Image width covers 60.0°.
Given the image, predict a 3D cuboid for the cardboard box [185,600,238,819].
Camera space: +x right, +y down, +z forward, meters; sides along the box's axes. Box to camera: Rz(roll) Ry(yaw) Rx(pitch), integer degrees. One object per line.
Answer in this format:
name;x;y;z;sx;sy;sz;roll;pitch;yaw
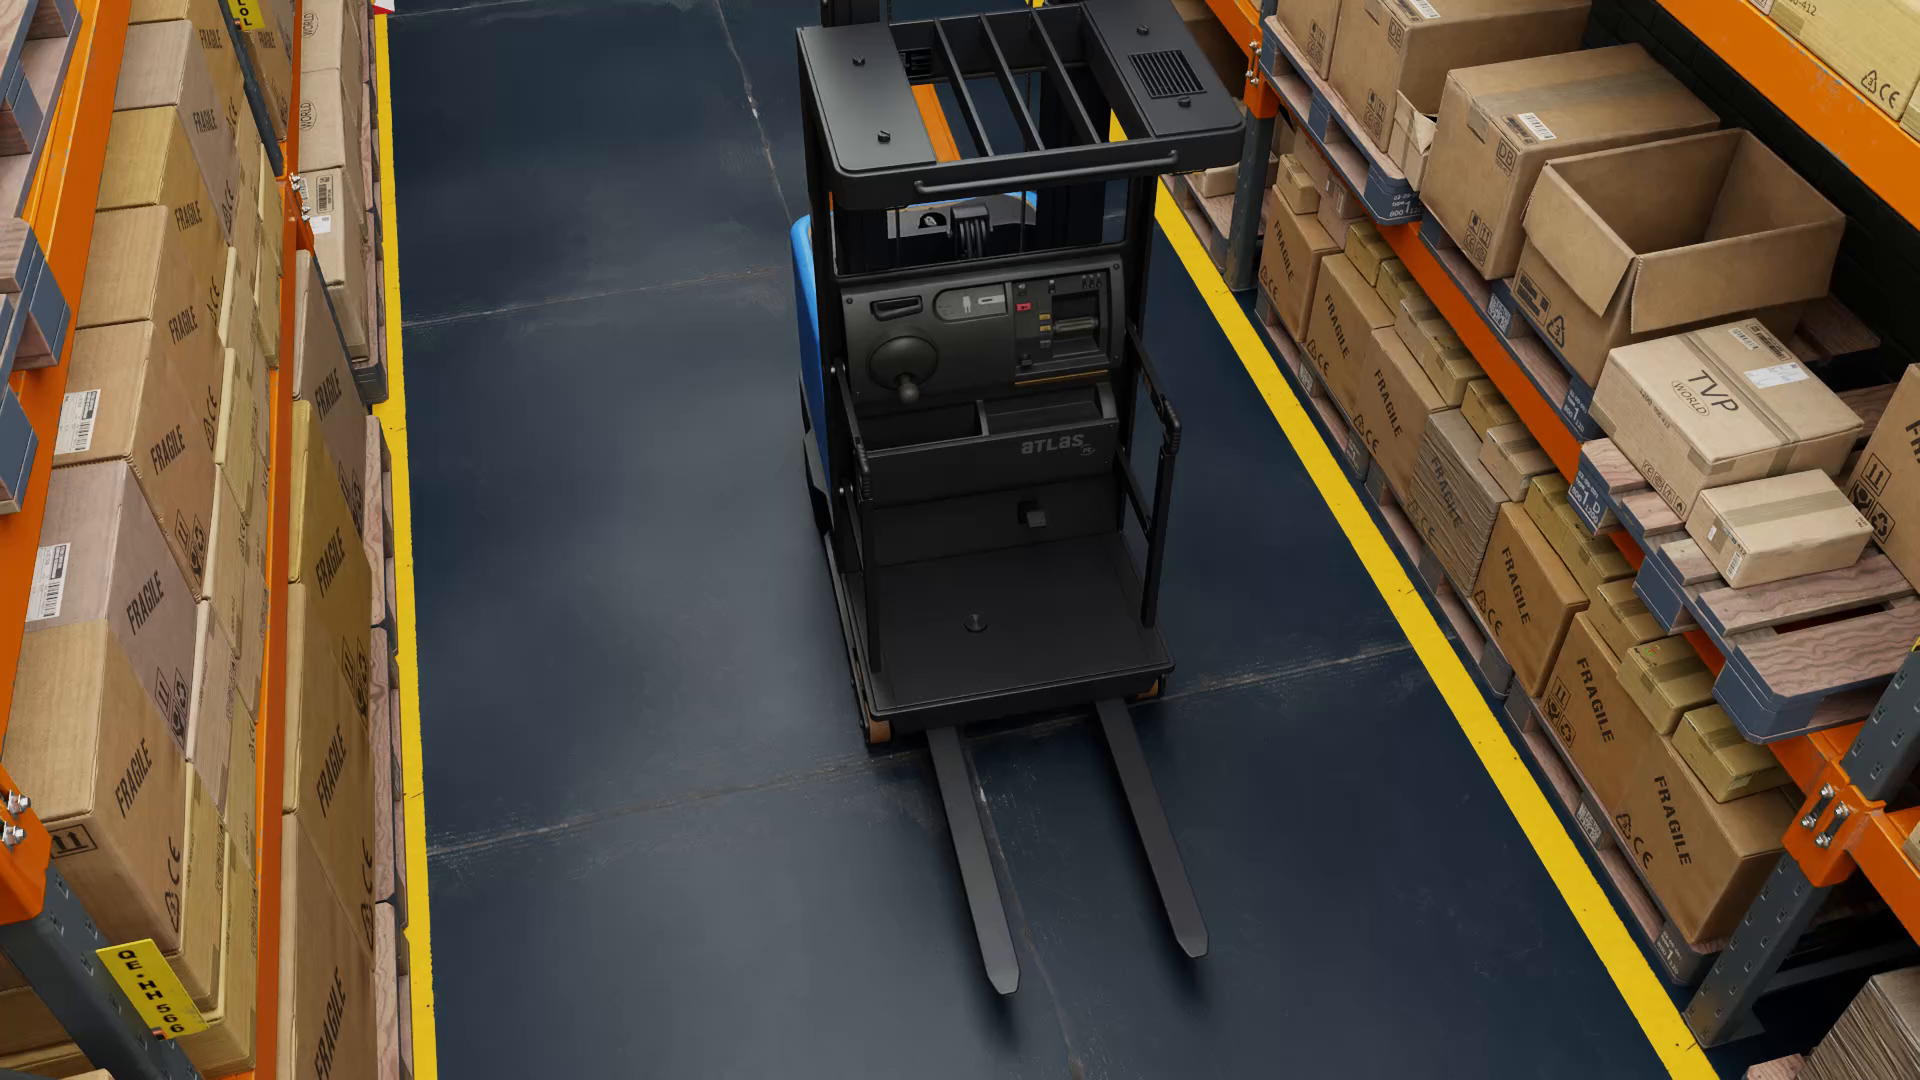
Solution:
cardboard box;-2.037;0.445;3.969;0.500;0.250;0.500;-10;46;-9

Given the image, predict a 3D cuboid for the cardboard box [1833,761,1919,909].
cardboard box;2.946;0.795;5.327;0.500;0.500;0.500;-9;46;-9

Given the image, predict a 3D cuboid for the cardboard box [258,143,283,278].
cardboard box;-2.680;-1.126;5.859;0.500;0.250;0.500;-12;47;-11

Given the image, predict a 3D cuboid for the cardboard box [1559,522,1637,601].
cardboard box;2.263;0.052;5.601;0.380;0.149;0.250;-9;46;-9

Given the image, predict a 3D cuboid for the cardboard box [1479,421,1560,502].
cardboard box;2.099;-0.305;5.951;0.380;0.149;0.250;-13;47;-12

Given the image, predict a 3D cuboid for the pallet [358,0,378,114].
pallet;-3.782;-2.690;9.239;1.003;0.211;1.213;-11;47;-10

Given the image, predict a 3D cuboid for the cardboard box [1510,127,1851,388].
cardboard box;2.186;-0.867;5.133;0.797;0.503;0.637;-12;47;-11

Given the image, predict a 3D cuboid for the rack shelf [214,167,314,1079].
rack shelf;-2.526;0.190;4.967;1.077;0.370;4.000;-11;47;-10

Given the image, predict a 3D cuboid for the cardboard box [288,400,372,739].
cardboard box;-2.564;0.190;5.657;0.875;0.875;0.875;-9;46;-9

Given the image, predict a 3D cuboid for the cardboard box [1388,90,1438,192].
cardboard box;1.744;-1.423;5.845;0.396;0.266;0.258;-9;46;-8

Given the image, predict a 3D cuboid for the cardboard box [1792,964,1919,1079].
cardboard box;2.929;1.526;4.523;0.875;0.625;0.625;-9;46;-9

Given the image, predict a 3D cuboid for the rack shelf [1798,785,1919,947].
rack shelf;3.295;2.042;3.153;1.077;0.370;4.000;-11;47;-10

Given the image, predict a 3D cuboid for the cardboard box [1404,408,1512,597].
cardboard box;2.061;-0.179;6.281;0.500;0.500;0.500;-12;47;-12

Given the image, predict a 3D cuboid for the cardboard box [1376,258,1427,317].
cardboard box;1.899;-1.016;6.648;0.380;0.149;0.250;-11;47;-11

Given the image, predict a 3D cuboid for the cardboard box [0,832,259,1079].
cardboard box;-1.896;0.988;3.787;0.500;0.250;0.500;-11;47;-11

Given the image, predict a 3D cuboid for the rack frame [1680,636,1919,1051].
rack frame;2.783;0.409;4.249;1.000;3.000;0.127;-11;47;-10

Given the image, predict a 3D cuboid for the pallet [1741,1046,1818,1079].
pallet;2.956;1.961;4.681;1.003;0.211;1.213;-11;47;-10

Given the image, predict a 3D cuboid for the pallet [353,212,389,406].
pallet;-3.157;-1.006;7.588;1.003;0.211;1.213;-11;47;-10

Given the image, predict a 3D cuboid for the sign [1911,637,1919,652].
sign;2.261;0.137;3.760;0.100;0.325;0.005;-11;47;-10

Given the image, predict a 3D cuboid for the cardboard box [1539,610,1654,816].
cardboard box;2.349;0.537;5.580;0.500;0.500;0.500;-11;47;-11

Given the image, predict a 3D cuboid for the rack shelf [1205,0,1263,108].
rack shelf;1.247;-3.482;8.566;1.077;0.370;4.000;-11;47;-10

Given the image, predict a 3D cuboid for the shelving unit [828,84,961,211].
shelving unit;-0.283;-1.408;7.343;0.538;1.125;1.048;-9;46;-8

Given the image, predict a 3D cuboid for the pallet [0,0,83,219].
pallet;-2.520;-0.871;3.535;1.003;0.211;1.213;-9;46;-8

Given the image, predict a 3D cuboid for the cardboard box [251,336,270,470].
cardboard box;-2.440;-0.423;5.169;0.500;0.250;0.500;-12;47;-11

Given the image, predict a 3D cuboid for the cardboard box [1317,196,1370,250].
cardboard box;1.739;-1.378;7.003;0.380;0.149;0.250;-12;47;-11

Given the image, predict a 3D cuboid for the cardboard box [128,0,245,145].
cardboard box;-2.681;-1.565;5.413;0.500;0.500;0.500;-9;46;-9

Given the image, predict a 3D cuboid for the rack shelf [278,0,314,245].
rack shelf;-3.550;-2.571;7.674;1.077;0.370;4.000;-11;47;-10

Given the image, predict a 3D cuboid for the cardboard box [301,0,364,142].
cardboard box;-3.554;-2.387;8.489;0.875;0.438;0.875;-10;46;-9

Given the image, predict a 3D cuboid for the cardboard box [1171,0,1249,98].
cardboard box;1.247;-2.633;8.686;0.700;0.500;0.500;-12;47;-12

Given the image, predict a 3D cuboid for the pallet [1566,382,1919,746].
pallet;2.542;0.021;4.764;1.213;0.211;1.003;-11;47;-10

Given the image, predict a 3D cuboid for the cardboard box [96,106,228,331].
cardboard box;-2.431;-0.855;4.718;0.500;0.500;0.500;-9;46;-9

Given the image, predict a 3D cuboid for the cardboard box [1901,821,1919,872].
cardboard box;2.660;0.813;3.958;0.500;0.250;0.500;-11;47;-10

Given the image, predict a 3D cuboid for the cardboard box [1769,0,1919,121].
cardboard box;2.287;-1.245;3.875;0.500;0.250;0.500;-11;47;-10

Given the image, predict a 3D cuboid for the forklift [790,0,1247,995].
forklift;0.130;-0.588;5.274;1.130;2.935;3.031;-9;46;-8

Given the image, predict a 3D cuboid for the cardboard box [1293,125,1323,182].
cardboard box;1.652;-1.671;7.081;0.380;0.149;0.250;-11;47;-11

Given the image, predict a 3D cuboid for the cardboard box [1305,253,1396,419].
cardboard box;1.811;-0.884;6.972;0.500;0.500;0.500;-11;47;-11

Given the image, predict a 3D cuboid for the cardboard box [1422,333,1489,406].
cardboard box;1.988;-0.665;6.304;0.380;0.149;0.250;-9;46;-9

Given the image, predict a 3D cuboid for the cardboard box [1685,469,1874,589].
cardboard box;2.244;-0.033;4.564;0.380;0.149;0.250;-10;46;-10

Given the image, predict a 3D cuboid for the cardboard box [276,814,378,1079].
cardboard box;-2.111;1.424;4.448;0.875;0.875;0.875;-11;47;-11

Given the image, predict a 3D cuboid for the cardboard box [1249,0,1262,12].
cardboard box;1.433;-2.439;7.216;0.380;0.149;0.250;-10;46;-10

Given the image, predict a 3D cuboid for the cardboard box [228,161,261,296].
cardboard box;-2.555;-0.961;5.347;0.500;0.250;0.500;-10;46;-9

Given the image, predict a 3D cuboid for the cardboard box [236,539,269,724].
cardboard box;-2.174;0.273;4.487;0.500;0.250;0.500;-9;46;-9

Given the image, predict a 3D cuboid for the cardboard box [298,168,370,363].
cardboard box;-3.095;-1.146;7.273;0.875;0.438;0.875;-11;47;-11

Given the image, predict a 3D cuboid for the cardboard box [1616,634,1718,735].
cardboard box;2.312;0.432;5.228;0.380;0.149;0.250;-13;47;-12

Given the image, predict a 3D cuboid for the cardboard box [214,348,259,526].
cardboard box;-2.269;-0.254;4.654;0.500;0.250;0.500;-10;46;-10

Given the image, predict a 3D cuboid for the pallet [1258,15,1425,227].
pallet;1.858;-1.714;6.464;1.003;0.211;1.213;-11;47;-10

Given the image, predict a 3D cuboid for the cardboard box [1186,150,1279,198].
cardboard box;1.332;-1.833;8.148;0.380;0.149;0.250;-12;47;-12

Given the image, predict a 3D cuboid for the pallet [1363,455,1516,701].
pallet;2.320;0.022;6.581;1.003;0.211;1.213;-11;47;-10

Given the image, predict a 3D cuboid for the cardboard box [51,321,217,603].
cardboard box;-2.158;-0.152;4.028;0.500;0.500;0.500;-9;46;-9

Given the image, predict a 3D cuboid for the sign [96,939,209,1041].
sign;-1.492;0.836;3.075;0.100;0.325;0.005;-11;47;-10

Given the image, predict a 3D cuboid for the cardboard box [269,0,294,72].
cardboard box;-3.030;-2.197;6.733;0.500;0.500;0.500;-10;47;-10

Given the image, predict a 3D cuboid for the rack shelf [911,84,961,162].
rack shelf;-0.283;-1.613;7.133;0.538;0.278;1.000;-9;46;-8

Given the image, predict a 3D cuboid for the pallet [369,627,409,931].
pallet;-2.452;0.896;5.724;1.003;0.211;1.213;-11;47;-10

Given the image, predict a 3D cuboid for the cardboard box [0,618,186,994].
cardboard box;-1.904;0.549;3.342;0.500;0.500;0.500;-12;47;-12

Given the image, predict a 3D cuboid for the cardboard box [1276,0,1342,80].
cardboard box;1.667;-2.160;6.402;0.700;0.500;0.500;-10;46;-9
